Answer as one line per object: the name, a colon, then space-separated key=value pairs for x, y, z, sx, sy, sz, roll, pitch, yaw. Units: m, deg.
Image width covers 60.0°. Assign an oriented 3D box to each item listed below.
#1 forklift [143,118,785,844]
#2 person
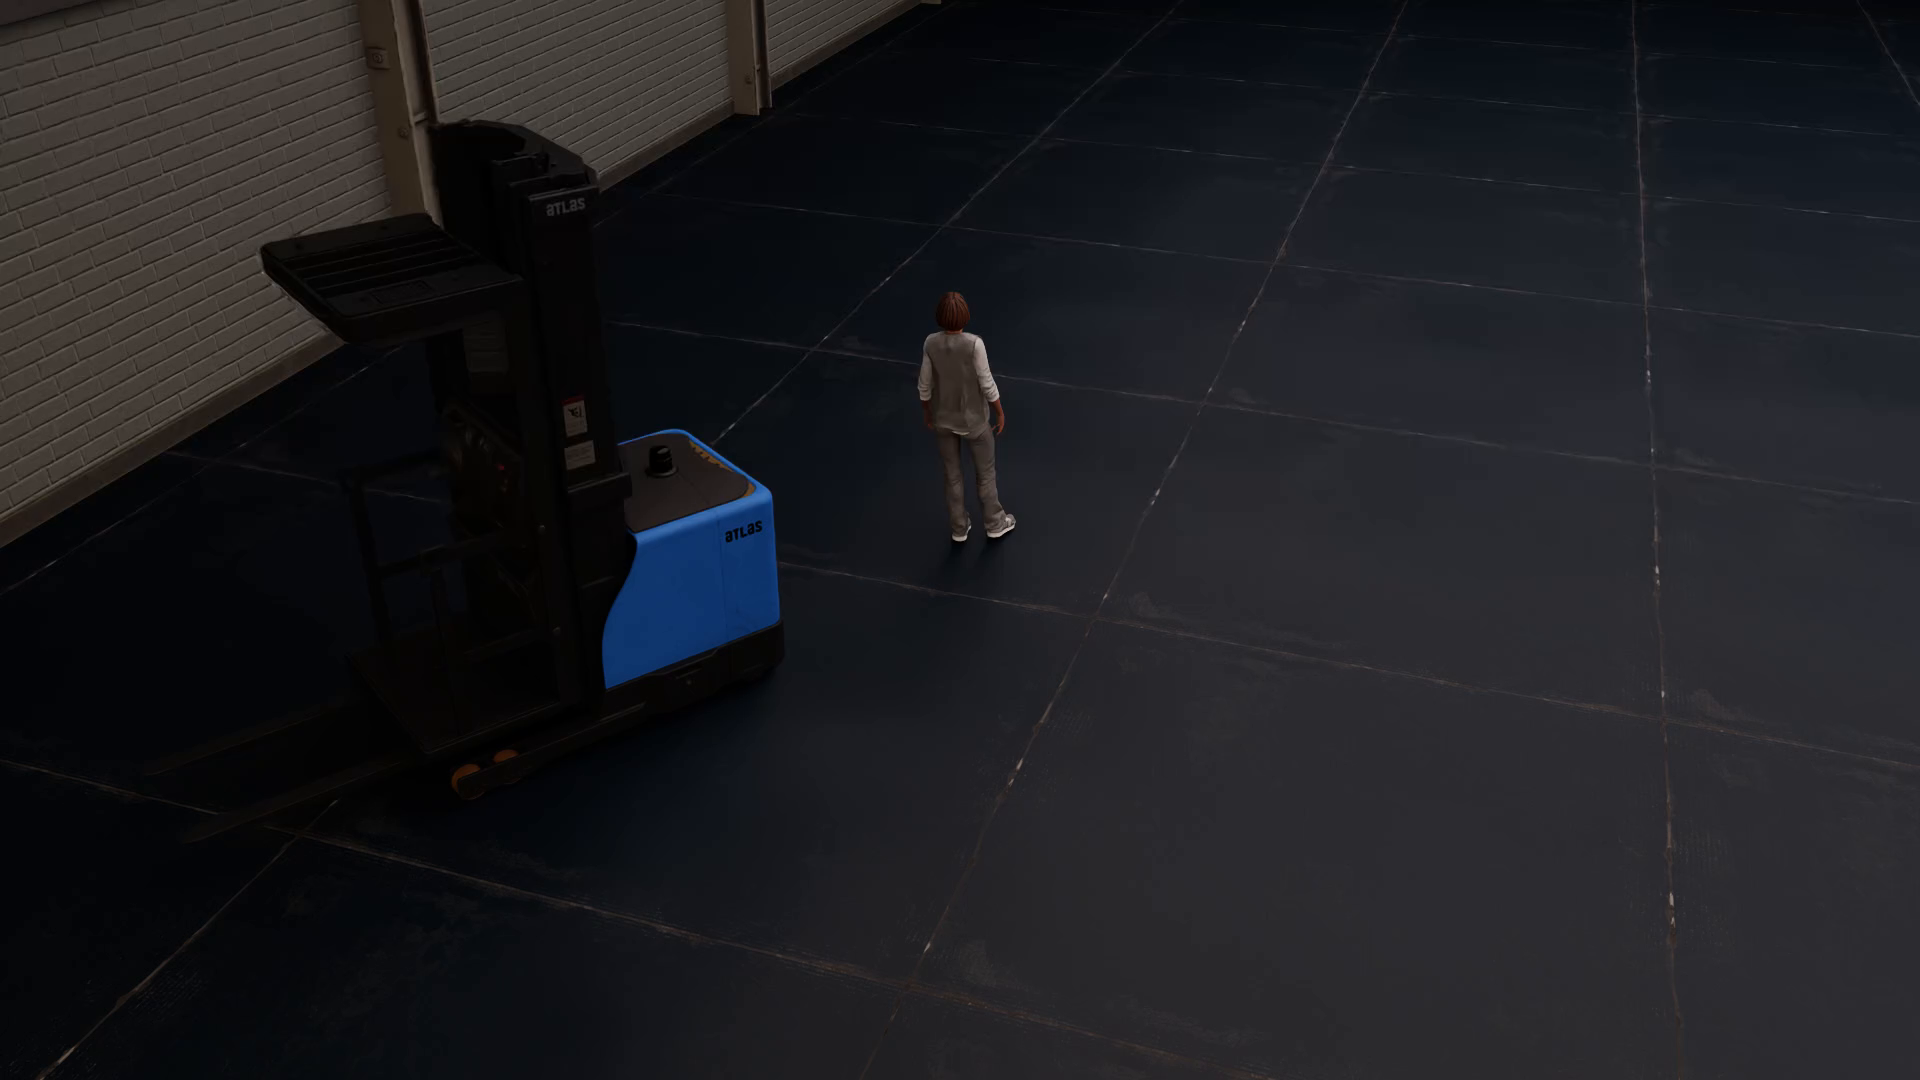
forklift: x=-2.411 y=-0.333 z=7.720 sx=3.031 sy=2.935 sz=1.130 roll=-21 pitch=36 yaw=-32
person: x=0.037 y=-0.733 z=9.755 sx=0.521 sy=1.599 sz=0.473 roll=10 pitch=31 yaw=16
